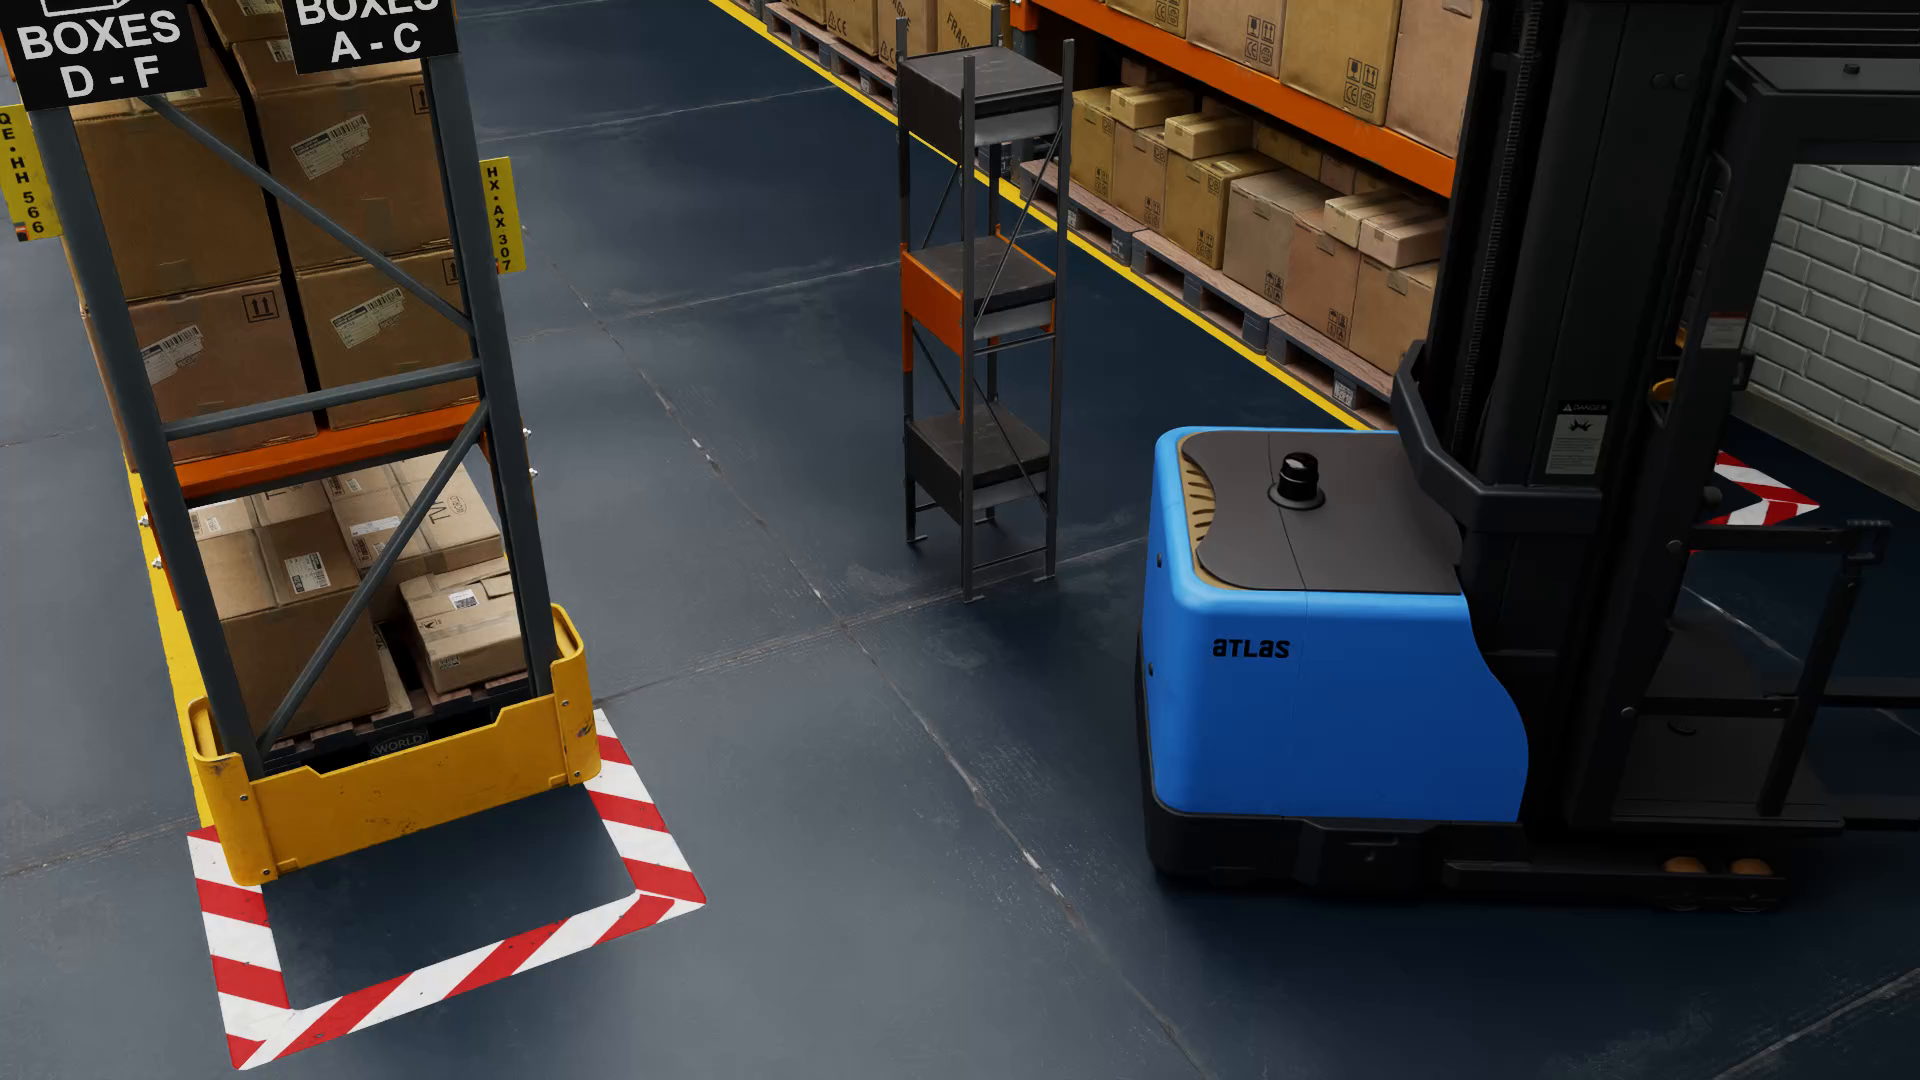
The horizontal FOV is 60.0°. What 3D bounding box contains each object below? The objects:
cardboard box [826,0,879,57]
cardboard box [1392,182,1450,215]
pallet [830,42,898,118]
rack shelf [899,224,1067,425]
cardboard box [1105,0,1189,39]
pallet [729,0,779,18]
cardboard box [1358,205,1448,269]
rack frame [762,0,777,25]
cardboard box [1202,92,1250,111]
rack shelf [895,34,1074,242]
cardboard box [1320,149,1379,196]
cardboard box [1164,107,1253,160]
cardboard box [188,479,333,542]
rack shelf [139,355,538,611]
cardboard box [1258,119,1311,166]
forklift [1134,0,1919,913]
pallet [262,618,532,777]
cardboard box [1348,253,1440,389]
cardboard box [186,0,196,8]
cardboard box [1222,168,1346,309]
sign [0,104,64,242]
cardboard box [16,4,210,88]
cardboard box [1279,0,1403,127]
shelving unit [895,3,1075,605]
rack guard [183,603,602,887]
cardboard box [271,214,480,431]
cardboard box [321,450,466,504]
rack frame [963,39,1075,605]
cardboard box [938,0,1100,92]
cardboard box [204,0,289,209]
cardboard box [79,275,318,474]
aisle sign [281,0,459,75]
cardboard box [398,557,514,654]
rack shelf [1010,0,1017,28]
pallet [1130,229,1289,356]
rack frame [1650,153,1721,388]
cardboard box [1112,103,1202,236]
[{"bbox_3d":[-0.457,-3.915,11.684,0.750,0.750,0.750,-16,36,-23],"label":"cardboard box"},{"bbox_3d":[2.227,-1.568,7.743,0.380,0.149,0.250,-16,36,-23],"label":"cardboard box"},{"bbox_3d":[-0.221,-3.296,11.699,1.003,0.211,1.213,-16,36,-23],"label":"pallet"},{"bbox_3d":[0.077,-0.794,6.068,0.431,0.518,0.480,-16,36,-23],"label":"rack shelf"},{"bbox_3d":[1.352,-3.052,8.455,0.980,0.700,0.700,-17,36,-24],"label":"cardboard box"},{"bbox_3d":[-1.450,-4.646,13.806,1.003,0.211,1.213,-16,36,-23],"label":"pallet"},{"bbox_3d":[2.008,-1.351,7.405,0.380,0.149,0.250,-16,36,-24],"label":"cardboard box"},{"bbox_3d":[-1.087,-5.447,12.471,1.000,3.000,0.127,-16,36,-23],"label":"rack frame"},{"bbox_3d":[1.515,-2.295,8.879,0.380,0.149,0.250,-17,36,-25],"label":"cardboard box"},{"bbox_3d":[0.077,-1.383,5.690,0.431,0.518,0.480,-16,36,-23],"label":"rack shelf"},{"bbox_3d":[1.991,-1.808,8.119,0.380,0.149,0.250,-15,36,-22],"label":"cardboard box"},{"bbox_3d":[1.278,-2.094,8.565,0.380,0.149,0.250,-17,36,-24],"label":"cardboard box"},{"bbox_3d":[-2.625,-0.067,6.215,0.500,0.250,0.500,-16,36,-23],"label":"cardboard box"},{"bbox_3d":[-2.670,-1.033,6.249,1.077,0.370,4.000,-16,36,-23],"label":"rack shelf"},{"bbox_3d":[1.754,-2.052,8.498,0.380,0.149,0.250,-17,36,-24],"label":"cardboard box"},{"bbox_3d":[2.108,-0.408,4.670,3.031,2.935,1.130,1,33,2],"label":"forklift"},{"bbox_3d":[-2.145,0.376,5.967,1.003,0.211,1.213,-16,36,-23],"label":"pallet"},{"bbox_3d":[2.229,-1.062,7.555,0.700,0.500,0.500,-16,36,-23],"label":"cardboard box"},{"bbox_3d":[-2.428,-1.852,5.841,0.500,0.500,0.500,-16,36,-24],"label":"cardboard box"},{"bbox_3d":[1.760,-1.541,8.303,0.700,0.500,0.500,-17,36,-25],"label":"cardboard box"},{"bbox_3d":[-2.237,-0.872,3.964,0.100,0.325,0.005,-16,36,-23],"label":"sign"},{"bbox_3d":[-2.424,-1.229,4.868,0.500,0.500,0.500,-15,36,-22],"label":"cardboard box"},{"bbox_3d":[2.048,-2.341,7.345,0.980,0.700,0.700,-16,36,-23],"label":"cardboard box"},{"bbox_3d":[0.077,-0.805,6.060,0.431,2.100,0.503,-16,36,-23],"label":"shelving unit"},{"bbox_3d":[-1.773,0.635,5.296,1.175,0.500,0.348,-16,36,-23],"label":"rack guard"},{"bbox_3d":[-1.711,-0.702,4.972,0.500,0.500,0.500,-15,36,-22],"label":"cardboard box"},{"bbox_3d":[-2.206,-0.217,6.449,0.500,0.250,0.500,-16,36,-23],"label":"cardboard box"},{"bbox_3d":[0.191,-0.689,5.878,0.400,2.100,0.015,-16,36,-23],"label":"rack frame"},{"bbox_3d":[0.360,-3.087,10.392,0.750,0.750,0.750,-15,36,-23],"label":"cardboard box"},{"bbox_3d":[-1.961,-1.370,5.088,0.500,0.500,0.500,-15,36,-23],"label":"cardboard box"},{"bbox_3d":[-2.187,-0.569,4.764,0.500,0.500,0.500,-15,35,-22],"label":"cardboard box"},{"bbox_3d":[-1.446,-1.517,3.928,0.394,0.787,0.004,-16,36,-23],"label":"aisle sign"},{"bbox_3d":[-1.745,0.221,5.843,0.380,0.166,0.250,-16,36,-23],"label":"cardboard box"},{"bbox_3d":[-0.154,-4.190,11.176,1.077,0.370,4.000,-16,36,-23],"label":"rack shelf"},{"bbox_3d":[1.637,-1.398,8.737,1.003,0.211,1.213,-16,36,-23],"label":"pallet"},{"bbox_3d":[2.643,-1.629,6.512,1.000,3.000,0.127,-16,36,-23],"label":"rack frame"},{"bbox_3d":[1.268,-2.039,9.080,0.700,0.500,0.500,-16,36,-24],"label":"cardboard box"}]
